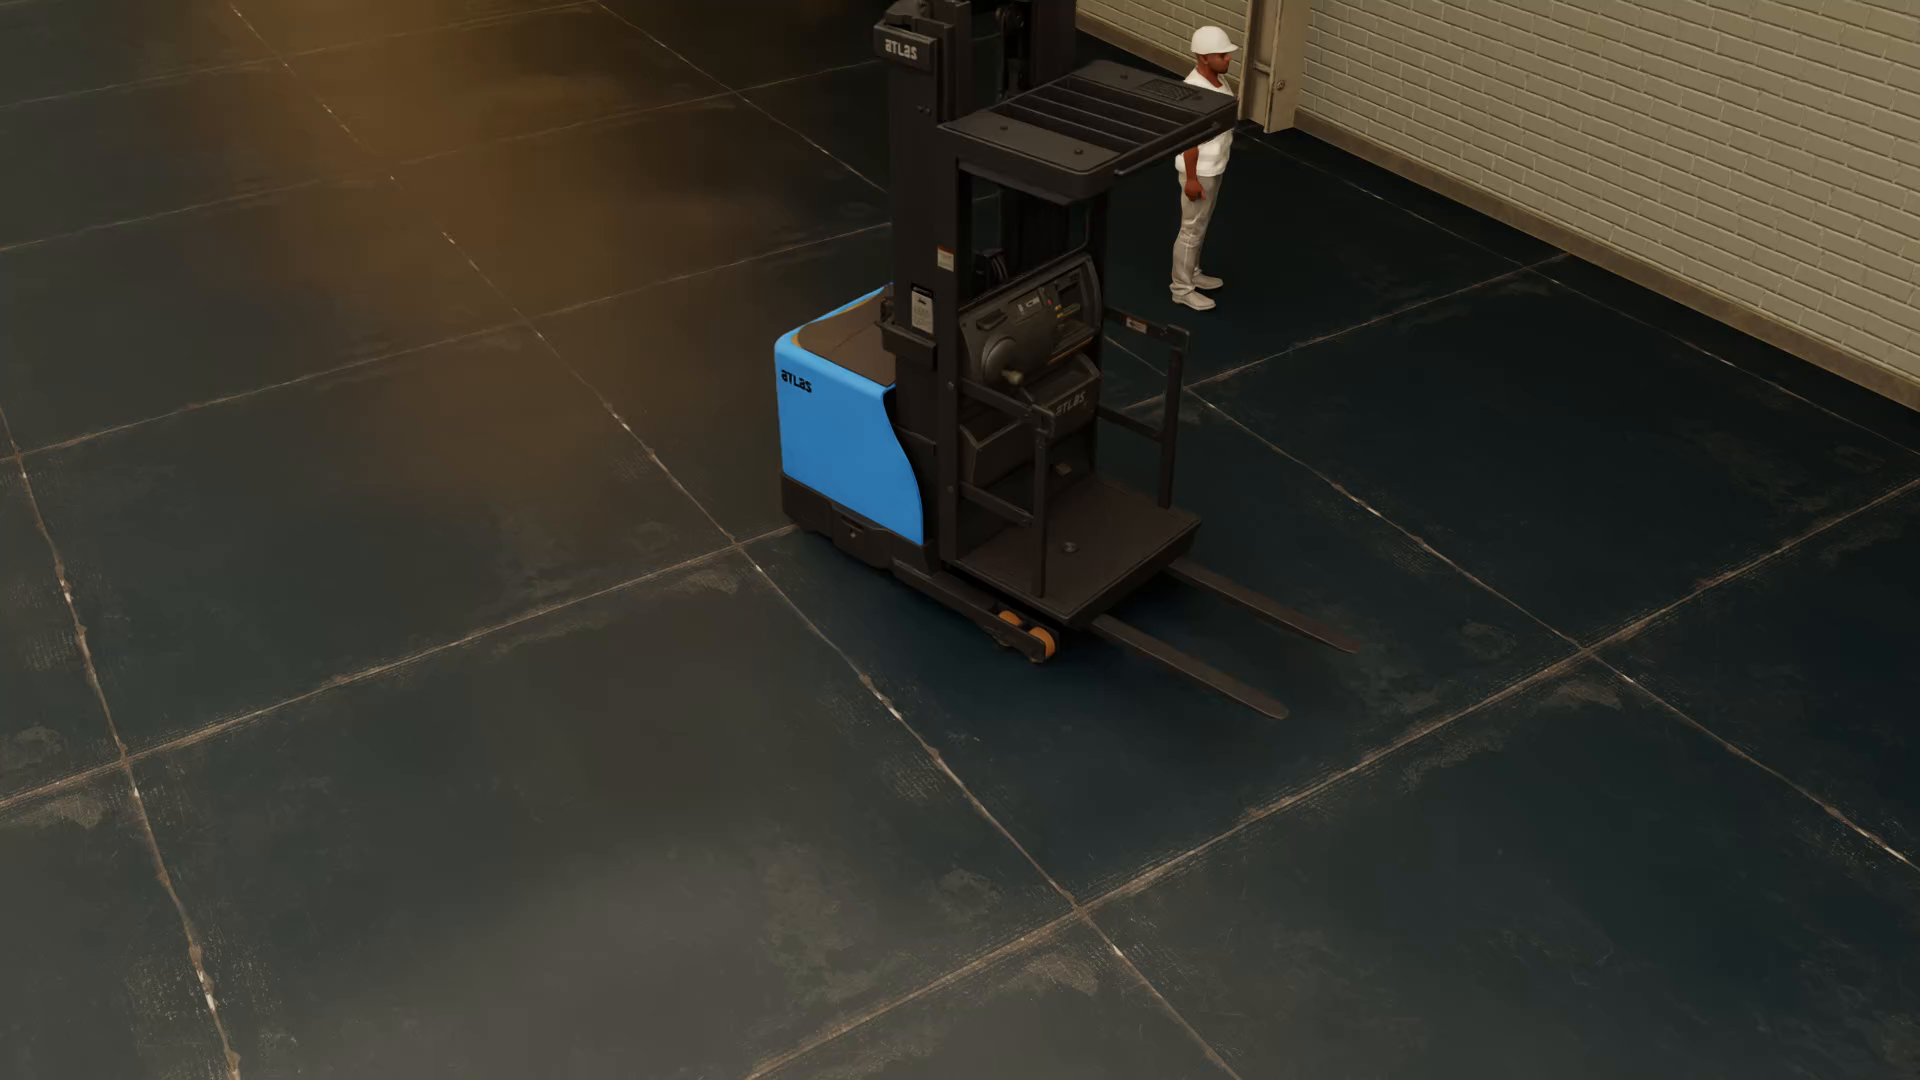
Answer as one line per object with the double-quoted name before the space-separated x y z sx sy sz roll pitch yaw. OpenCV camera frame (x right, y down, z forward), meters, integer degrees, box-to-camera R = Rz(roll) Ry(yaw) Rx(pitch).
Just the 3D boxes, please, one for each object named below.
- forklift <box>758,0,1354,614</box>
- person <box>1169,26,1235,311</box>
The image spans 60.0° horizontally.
"forklift" 0.558 -1.325 8.033 3.031 2.935 1.130 -10 36 -14
"person" 1.541 -2.366 10.529 0.391 1.770 0.556 11 37 15
